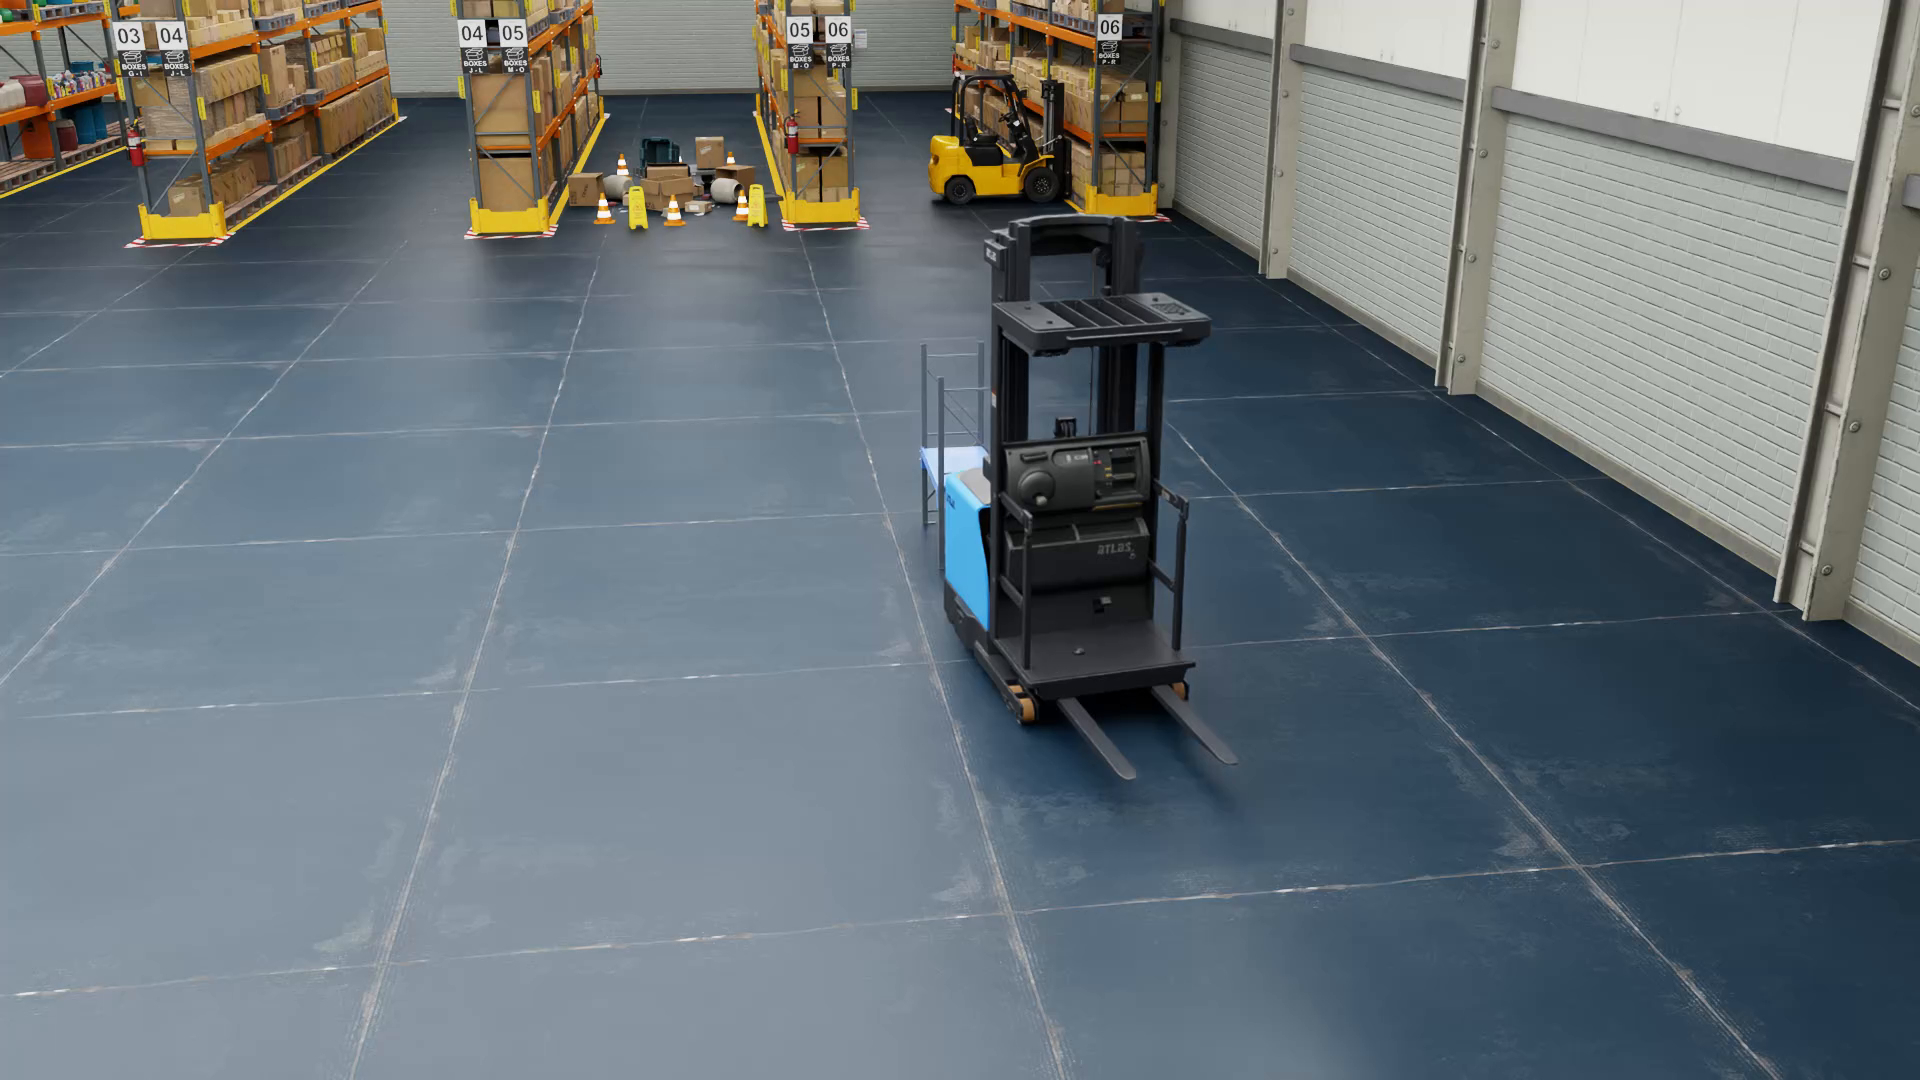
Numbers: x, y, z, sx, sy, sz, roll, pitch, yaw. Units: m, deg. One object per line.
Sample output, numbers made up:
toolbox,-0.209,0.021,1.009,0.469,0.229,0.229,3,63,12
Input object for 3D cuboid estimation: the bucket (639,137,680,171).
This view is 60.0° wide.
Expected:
bucket,-5.385,-6.953,30.051,0.726,0.611,0.620,4,11,11

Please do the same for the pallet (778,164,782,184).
pallet,-2.916,-6.953,31.531,1.003,0.211,1.213,-3,21,-8

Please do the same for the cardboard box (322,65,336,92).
cardboard box,-13.141,-9.459,34.113,0.500,0.500,0.500,-3,21,-9

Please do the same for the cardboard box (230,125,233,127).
cardboard box,-12.125,-6.702,27.233,0.380,0.149,0.250,-3,21,-8

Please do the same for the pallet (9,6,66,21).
pallet,-18.101,-10.212,32.253,1.003,0.211,1.213,-3,21,-8

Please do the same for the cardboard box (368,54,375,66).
cardboard box,-13.781,-11.027,38.243,0.500,0.250,0.500,-3,21,-8

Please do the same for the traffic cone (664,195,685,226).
traffic cone,-4.614,-5.327,26.816,0.336,0.463,0.334,-3,21,-8

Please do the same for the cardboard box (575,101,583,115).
cardboard box,-8.331,-9.246,35.585,0.500,0.250,0.500,-4,21,-10

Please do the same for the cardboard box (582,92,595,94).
cardboard box,-9.089,-10.829,40.548,0.380,0.149,0.250,-3,21,-7

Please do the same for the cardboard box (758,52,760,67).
cardboard box,-4.591,-11.660,40.005,0.500,0.500,0.500,-3,21,-8

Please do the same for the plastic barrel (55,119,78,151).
plastic barrel,-18.337,-8.252,33.869,0.600,0.588,0.708,-3,21,-8

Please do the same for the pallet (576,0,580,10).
pallet,-8.856,-11.573,35.896,1.213,0.211,1.003,-3,21,-8

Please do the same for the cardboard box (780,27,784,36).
cardboard box,-2.820,-8.531,27.843,0.380,0.149,0.250,-3,21,-8

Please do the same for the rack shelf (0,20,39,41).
rack shelf,-17.799,-9.001,29.769,1.077,0.370,4.000,-3,21,-8

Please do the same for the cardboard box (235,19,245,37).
cardboard box,-12.220,-8.499,27.611,0.500,0.250,0.500,-2,21,-6

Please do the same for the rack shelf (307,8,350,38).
rack shelf,-13.474,-10.636,34.146,1.077,0.370,4.000,-3,21,-8

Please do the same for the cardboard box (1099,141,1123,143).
cardboard box,2.599,-6.934,29.394,0.500,0.250,0.500,-3,21,-9

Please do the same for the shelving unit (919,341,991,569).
shelving unit,0.012,-0.673,12.875,0.538,1.500,1.048,-3,21,-8

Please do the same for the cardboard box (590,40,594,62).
cardboard box,-8.945,-11.550,39.285,0.500,0.500,0.500,-3,21,-8

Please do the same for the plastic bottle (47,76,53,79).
plastic bottle,-18.840,-9.452,34.413,0.152,0.276,0.135,-3,21,-8

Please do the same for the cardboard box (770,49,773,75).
cardboard box,-3.544,-9.590,33.438,0.500,0.500,0.500,-4,21,-9

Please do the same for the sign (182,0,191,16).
sign,-11.496,-7.947,24.671,0.100,0.325,0.005,-3,21,-8

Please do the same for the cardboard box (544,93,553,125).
cardboard box,-7.520,-7.459,28.686,0.875,0.550,0.550,-3,21,-8

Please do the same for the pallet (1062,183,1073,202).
pallet,2.361,-6.234,29.606,1.003,0.211,1.213,-3,21,-8

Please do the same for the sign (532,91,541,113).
sign,-6.560,-6.789,25.755,0.100,0.325,0.005,-3,21,-8

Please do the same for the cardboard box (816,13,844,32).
cardboard box,-2.035,-8.267,26.565,0.500,0.250,0.500,-3,21,-9

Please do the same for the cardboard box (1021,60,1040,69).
cardboard box,1.439,-9.582,33.514,0.380,0.149,0.250,-3,21,-7

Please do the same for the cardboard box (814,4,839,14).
cardboard box,-2.127,-8.486,26.581,0.380,0.149,0.250,-3,21,-8

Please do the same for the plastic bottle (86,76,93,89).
plastic bottle,-18.162,-9.531,34.624,0.152,0.276,0.135,-3,21,-8

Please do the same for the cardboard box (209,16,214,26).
cardboard box,-11.997,-8.186,26.203,0.380,0.149,0.250,-4,21,-10

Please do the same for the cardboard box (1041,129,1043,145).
cardboard box,2.022,-7.506,31.819,0.875,0.625,0.625,-2,21,-5

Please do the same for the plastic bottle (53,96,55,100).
plastic bottle,-17.819,-8.772,32.601,0.097,0.271,0.097,0,20,0

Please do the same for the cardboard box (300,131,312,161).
cardboard box,-13.069,-7.679,32.433,0.700,0.500,0.500,-4,21,-11

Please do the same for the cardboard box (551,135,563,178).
cardboard box,-7.865,-7.058,30.442,1.050,0.750,0.750,-3,21,-8

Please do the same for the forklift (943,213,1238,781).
forklift,0.795,-0.395,10.085,1.130,2.935,3.031,-6,21,-16

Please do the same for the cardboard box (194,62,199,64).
cardboard box,-12.568,-7.457,26.898,0.500,0.500,0.500,-3,21,-8

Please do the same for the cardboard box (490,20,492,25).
cardboard box,-7.602,-8.213,26.248,0.380,0.149,0.250,-3,21,-7

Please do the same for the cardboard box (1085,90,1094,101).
cardboard box,2.292,-7.400,27.672,0.380,0.149,0.250,-3,21,-7

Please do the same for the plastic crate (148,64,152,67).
plastic crate,-18.916,-10.925,38.472,0.396,0.136,0.243,-3,21,-8

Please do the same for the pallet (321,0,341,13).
pallet,-13.581,-11.260,35.064,0.805,0.209,1.217,-4,21,-10

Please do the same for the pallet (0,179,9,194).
pallet,-17.662,-6.204,29.525,1.003,0.211,1.213,-3,21,-8

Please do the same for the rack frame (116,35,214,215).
rack frame,-12.033,-6.105,25.275,1.000,3.000,0.127,-3,21,-8

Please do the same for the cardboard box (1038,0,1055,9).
cardboard box,1.763,-10.087,31.033,0.500,0.311,0.500,-4,21,-9

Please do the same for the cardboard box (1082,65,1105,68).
cardboard box,2.454,-8.636,30.557,0.380,0.149,0.250,-3,21,-8

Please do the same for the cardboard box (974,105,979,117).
cardboard box,0.533,-10.229,39.624,0.396,0.266,0.258,-2,21,-6

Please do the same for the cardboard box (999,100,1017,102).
cardboard box,1.062,-9.662,36.845,0.380,0.149,0.250,-3,21,-8

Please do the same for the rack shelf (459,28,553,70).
rack shelf,-7.398,-8.081,27.306,1.077,0.370,4.000,-3,21,-8

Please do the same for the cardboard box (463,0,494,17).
cardboard box,-7.457,-8.193,25.625,0.500,0.250,0.500,-3,21,-7

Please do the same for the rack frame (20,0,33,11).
rack frame,-18.087,-11.436,30.972,1.000,3.000,0.127,-3,21,-8
